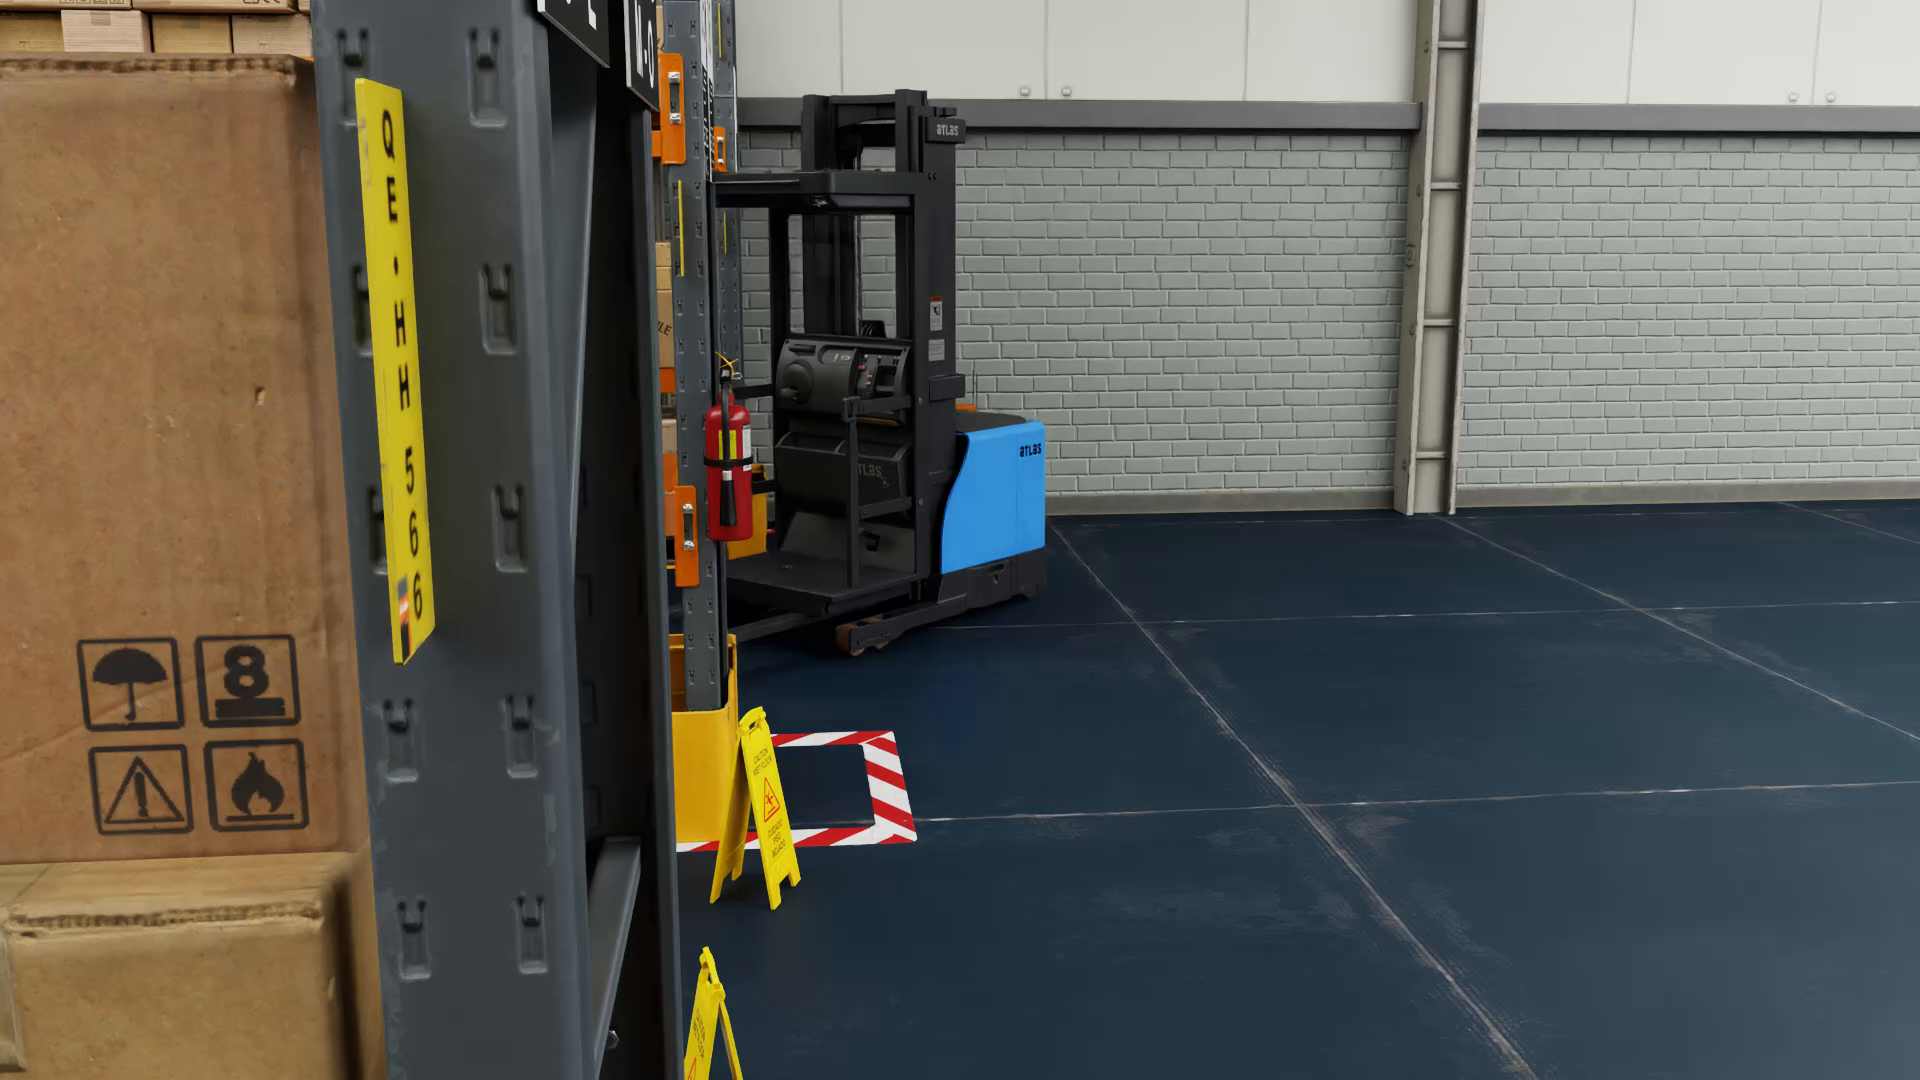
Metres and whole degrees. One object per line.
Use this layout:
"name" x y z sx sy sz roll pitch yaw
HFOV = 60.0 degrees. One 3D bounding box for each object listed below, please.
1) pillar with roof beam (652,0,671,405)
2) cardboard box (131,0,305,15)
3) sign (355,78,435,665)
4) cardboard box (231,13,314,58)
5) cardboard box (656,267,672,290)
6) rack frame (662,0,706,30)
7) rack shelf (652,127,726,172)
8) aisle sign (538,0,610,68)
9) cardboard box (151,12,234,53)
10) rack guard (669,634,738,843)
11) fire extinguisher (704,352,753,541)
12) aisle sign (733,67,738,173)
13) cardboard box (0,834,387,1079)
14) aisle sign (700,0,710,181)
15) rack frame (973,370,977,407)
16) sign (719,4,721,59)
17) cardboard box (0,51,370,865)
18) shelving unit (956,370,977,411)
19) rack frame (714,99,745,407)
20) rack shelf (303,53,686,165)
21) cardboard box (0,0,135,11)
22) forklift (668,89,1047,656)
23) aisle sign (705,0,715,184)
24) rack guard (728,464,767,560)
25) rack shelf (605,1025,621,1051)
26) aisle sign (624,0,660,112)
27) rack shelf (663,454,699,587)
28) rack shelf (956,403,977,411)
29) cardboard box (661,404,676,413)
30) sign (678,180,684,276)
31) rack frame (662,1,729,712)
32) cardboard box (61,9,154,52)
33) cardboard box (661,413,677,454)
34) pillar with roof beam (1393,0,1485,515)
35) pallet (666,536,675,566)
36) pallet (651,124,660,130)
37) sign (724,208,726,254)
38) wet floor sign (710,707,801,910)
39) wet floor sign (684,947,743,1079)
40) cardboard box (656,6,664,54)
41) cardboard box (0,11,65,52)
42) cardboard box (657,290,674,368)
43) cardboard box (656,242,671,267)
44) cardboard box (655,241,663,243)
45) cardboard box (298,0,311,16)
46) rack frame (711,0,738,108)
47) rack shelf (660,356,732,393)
"pillar with roof beam" -1.871 -3.692 7.320 0.400 9.000 9.100 -1 11 -6
"cardboard box" -2.501 -1.924 5.719 0.500 0.250 0.500 -1 11 -4
"sign" -0.326 -0.097 0.968 0.005 0.325 0.100 -1 11 -6
"cardboard box" -2.344 -1.734 5.788 0.250 0.149 0.380 -1 11 -7
"cardboard box" -1.860 -1.722 10.911 0.250 0.149 0.380 -1 11 -5
"rack frame" -1.006 -3.408 5.873 0.127 3.000 1.000 -1 11 -6
"rack shelf" -3.534 -2.493 10.861 4.000 0.370 1.077 -1 11 -6
"aisle sign" -0.268 -0.736 1.098 0.004 0.787 0.394 -1 11 -6
"cardboard box" -2.607 -1.730 5.767 0.250 0.149 0.380 -2 11 -8
"rack guard" -1.082 0.764 6.685 0.348 0.500 1.175 -1 11 -6
"fire extinguisher" -0.843 -0.340 6.022 0.183 0.674 0.296 -1 11 -6
"aisle sign" -1.449 -2.636 10.763 0.004 0.787 0.394 -1 11 -6
"cardboard box" -0.735 0.426 1.536 0.550 0.550 0.875 -1 11 -6
"aisle sign" -0.913 -1.685 5.924 0.004 0.787 0.394 -1 11 -6
"rack frame" 0.105 -0.591 11.764 0.006 1.200 0.240 -1 11 -6
"sign" -1.501 -3.179 10.395 0.005 0.325 0.100 -1 11 -6
"cardboard box" -0.744 -0.120 1.513 0.550 0.550 0.875 -1 11 -6
"shelving unit" 0.014 -0.589 11.754 0.189 1.200 0.258 -1 11 -6
"rack frame" -1.546 -1.416 11.293 0.127 3.000 1.000 -1 11 -6
"rack shelf" -2.995 -1.541 6.020 4.000 0.370 1.077 -1 11 -6
"cardboard box" -3.003 -1.913 5.663 0.500 0.250 0.500 -1 11 -6
"forklift" -0.783 -0.935 9.025 1.130 2.935 3.031 9 14 38
"aisle sign" -0.978 -1.800 6.510 0.004 0.787 0.394 -1 11 -6
"rack guard" -1.522 -0.190 11.537 0.348 0.500 1.175 -1 11 -6
"rack shelf" -2.360 0.878 1.491 4.000 0.370 1.077 -1 11 -6
"aisle sign" -0.333 -0.851 1.683 0.004 0.787 0.394 -1 11 -6
"rack shelf" -2.995 -0.069 6.309 4.000 0.370 1.077 -1 11 -6
"rack shelf" 0.014 -0.899 11.693 0.180 0.103 0.258 -1 11 -6
"cardboard box" -2.044 -0.789 11.555 0.500 0.250 0.500 -1 11 -7
"sign" -0.966 -1.080 5.766 0.005 0.325 0.100 -1 11 -6
"rack frame" -1.006 -0.464 6.452 0.127 3.000 1.000 -1 11 -6
"cardboard box" -2.853 -1.711 5.670 0.250 0.149 0.380 -1 11 -7
"cardboard box" -1.970 -0.694 11.068 0.500 0.250 0.500 -1 11 -4
"pillar with roof beam" 4.094 -3.817 7.956 0.400 9.000 9.100 -1 11 -6
"pallet" -2.302 -0.024 11.440 1.213 0.211 1.003 -1 11 -6
"pallet" -2.252 -2.834 10.963 1.213 0.211 1.003 -1 11 -6
"sign" -1.501 -1.996 10.628 0.005 0.325 0.100 -1 11 -6
"wet floor sign" -0.702 0.893 5.655 0.232 0.644 0.267 3 11 14
"wet floor sign" -0.556 1.258 3.795 0.232 0.644 0.267 -3 12 -16
"cardboard box" -1.960 -3.136 10.659 0.500 0.500 0.500 -1 11 -4
"cardboard box" -3.111 -1.721 5.719 0.250 0.149 0.380 -1 11 -6
"cardboard box" -2.007 -1.404 10.975 0.500 0.500 0.500 -1 11 -7
"cardboard box" -1.879 -1.881 10.949 0.250 0.149 0.380 -1 11 -6
"cardboard box" -2.174 -1.969 11.398 0.250 0.149 0.380 -1 11 -4
"cardboard box" -1.988 -1.938 5.792 0.500 0.250 0.500 -1 11 -7
"rack frame" -1.546 -4.359 10.714 0.127 3.000 1.000 -1 11 -6
"rack shelf" -3.534 -1.021 11.151 4.000 0.370 1.077 -1 11 -6
